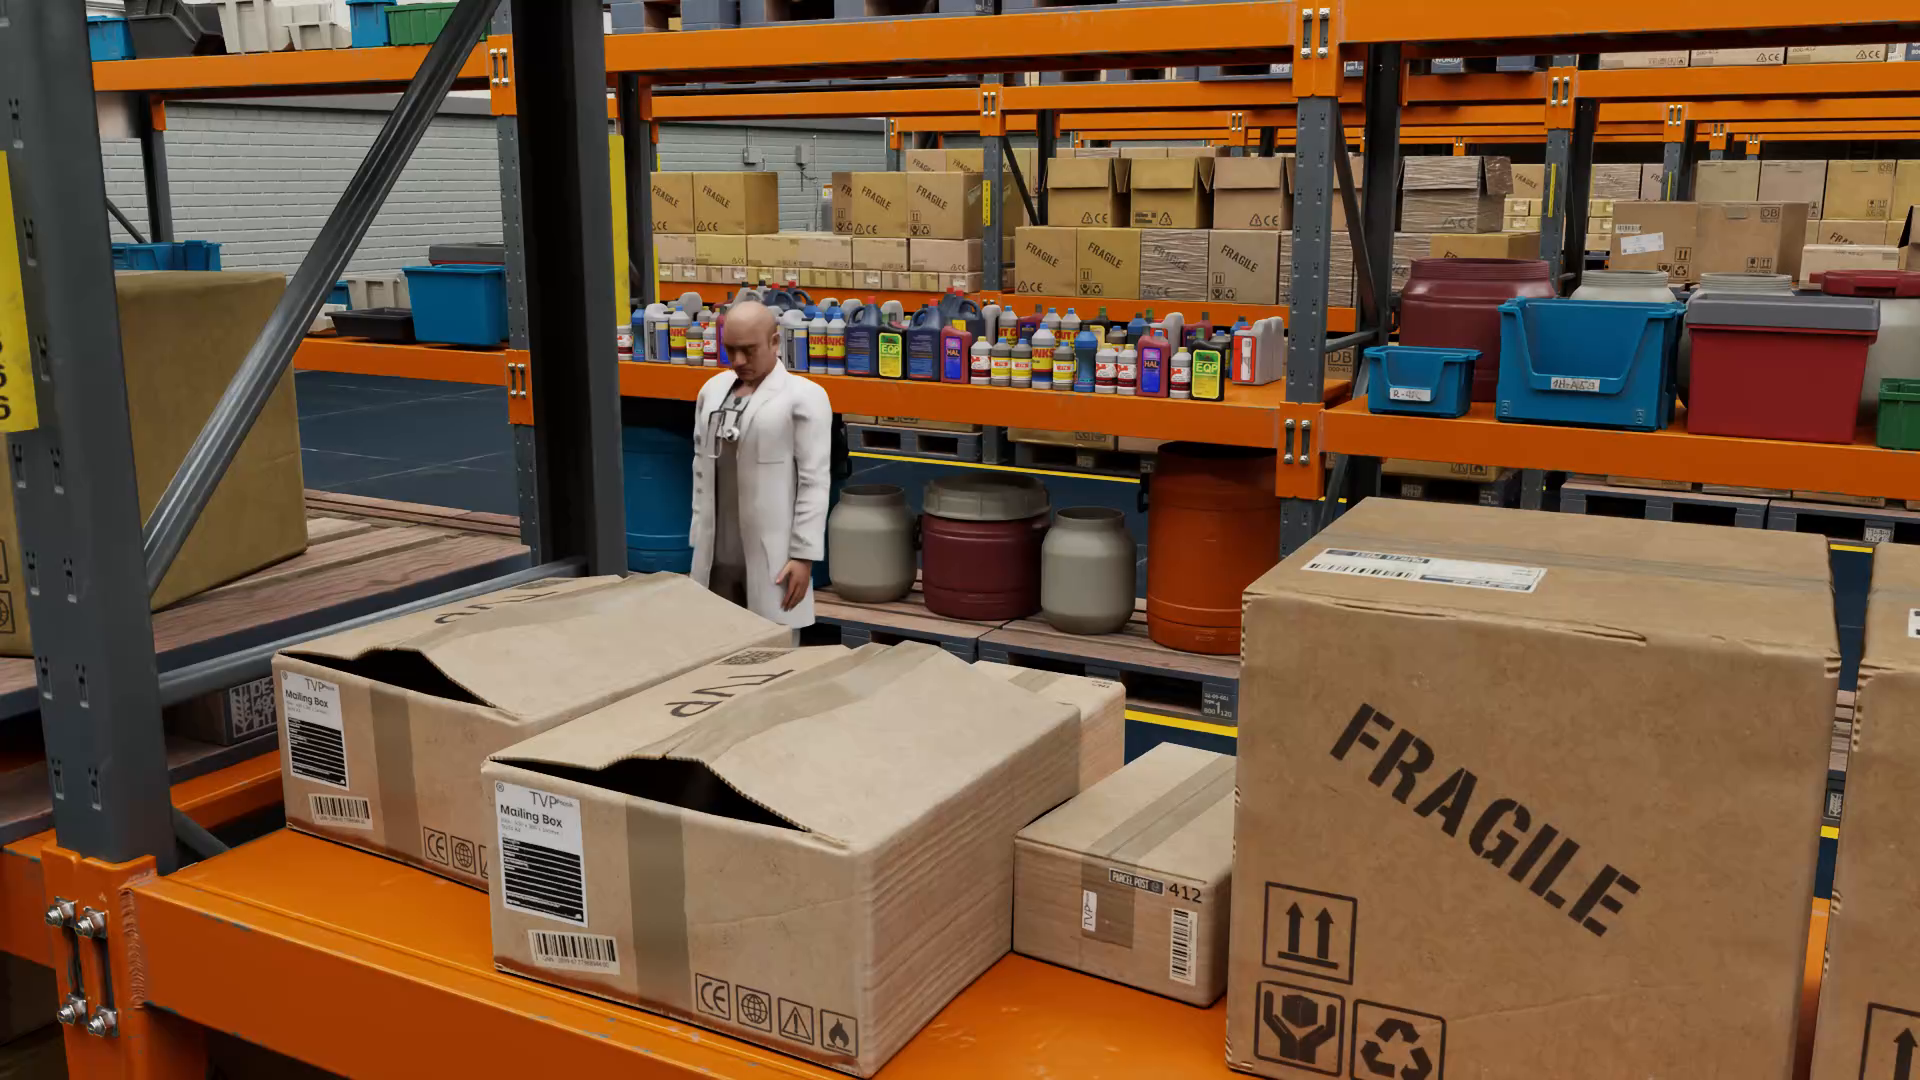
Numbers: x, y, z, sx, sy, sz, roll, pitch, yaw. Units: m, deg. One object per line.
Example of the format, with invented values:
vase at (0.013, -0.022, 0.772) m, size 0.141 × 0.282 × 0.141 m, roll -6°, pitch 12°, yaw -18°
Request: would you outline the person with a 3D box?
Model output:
person at (-0.705, 0.090, 5.733) m, size 0.564 × 1.725 × 0.377 m, roll 7°, pitch 14°, yaw 29°
